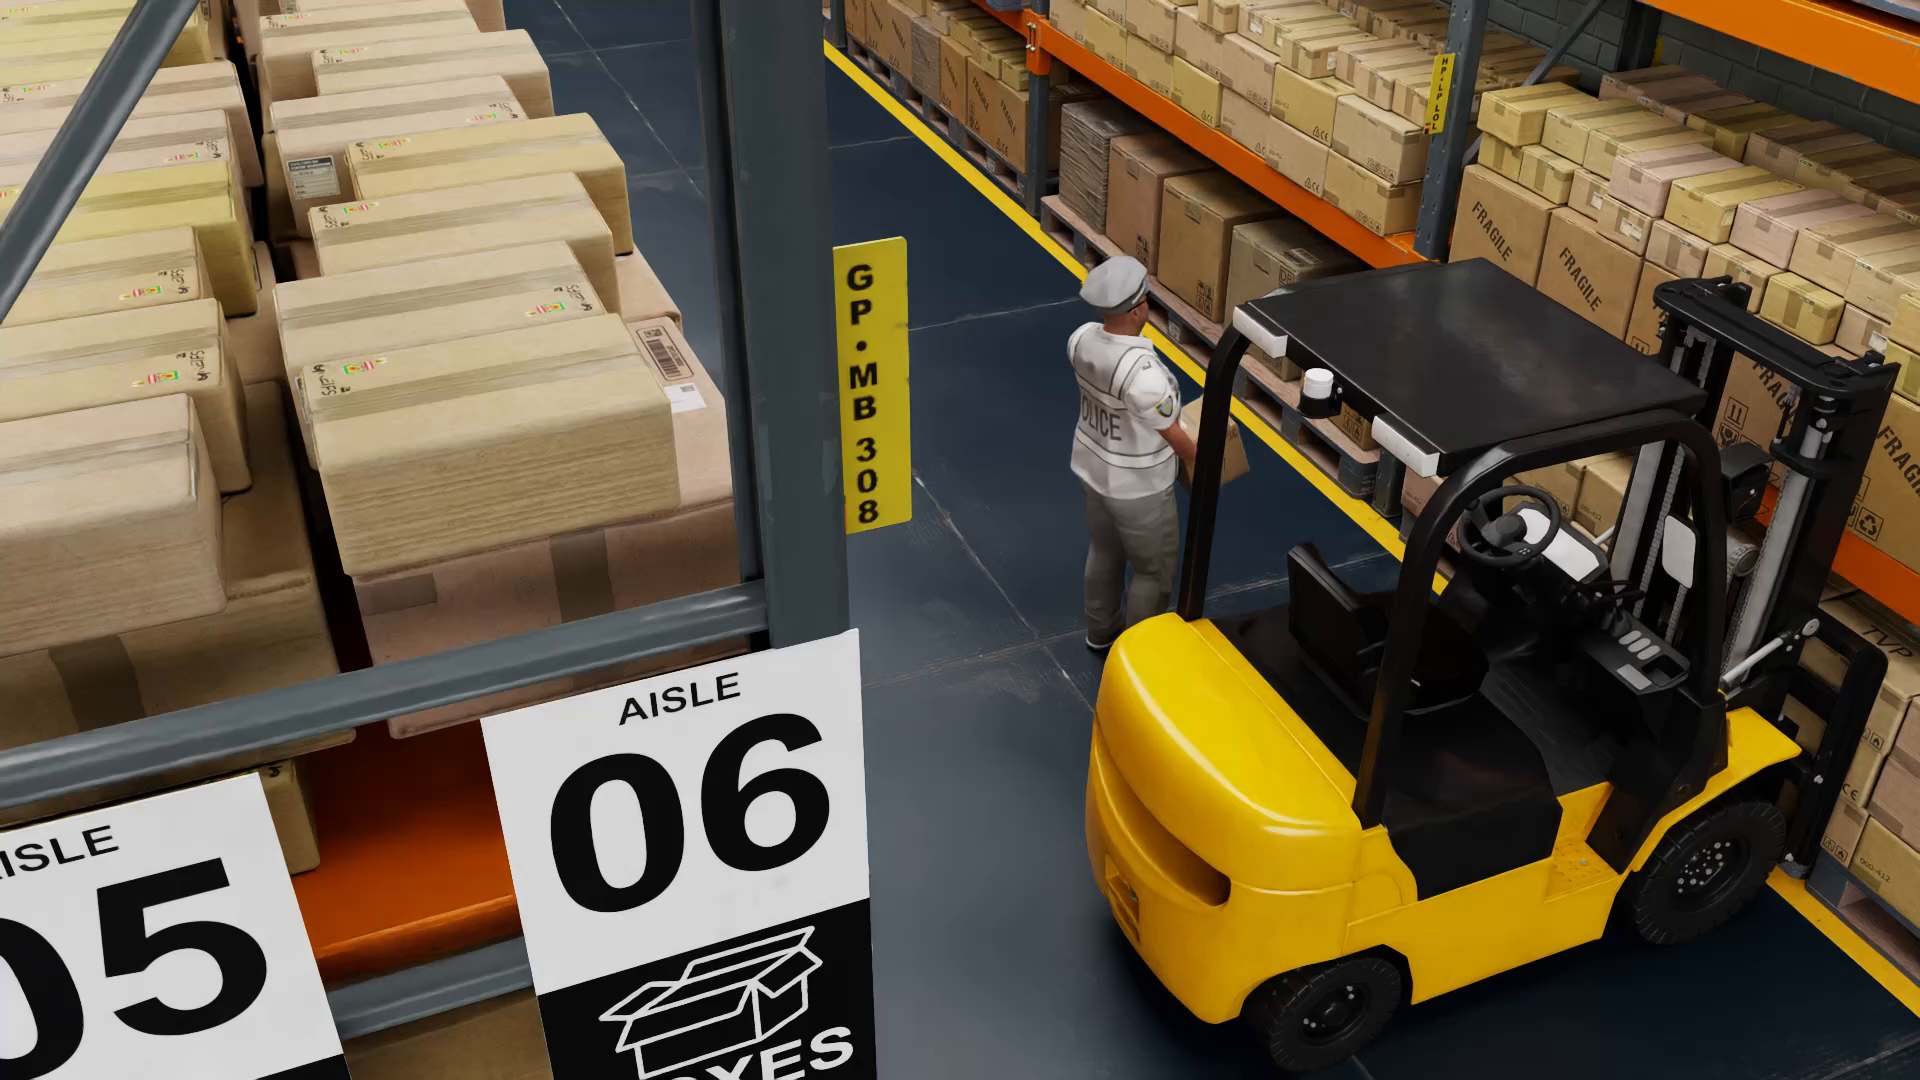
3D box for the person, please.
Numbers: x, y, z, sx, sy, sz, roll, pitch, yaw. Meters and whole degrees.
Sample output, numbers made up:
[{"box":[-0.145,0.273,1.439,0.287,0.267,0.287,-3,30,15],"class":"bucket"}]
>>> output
[{"box":[0.714,-0.288,6.541,0.546,1.784,0.544,-18,38,-26],"class":"person"}]
